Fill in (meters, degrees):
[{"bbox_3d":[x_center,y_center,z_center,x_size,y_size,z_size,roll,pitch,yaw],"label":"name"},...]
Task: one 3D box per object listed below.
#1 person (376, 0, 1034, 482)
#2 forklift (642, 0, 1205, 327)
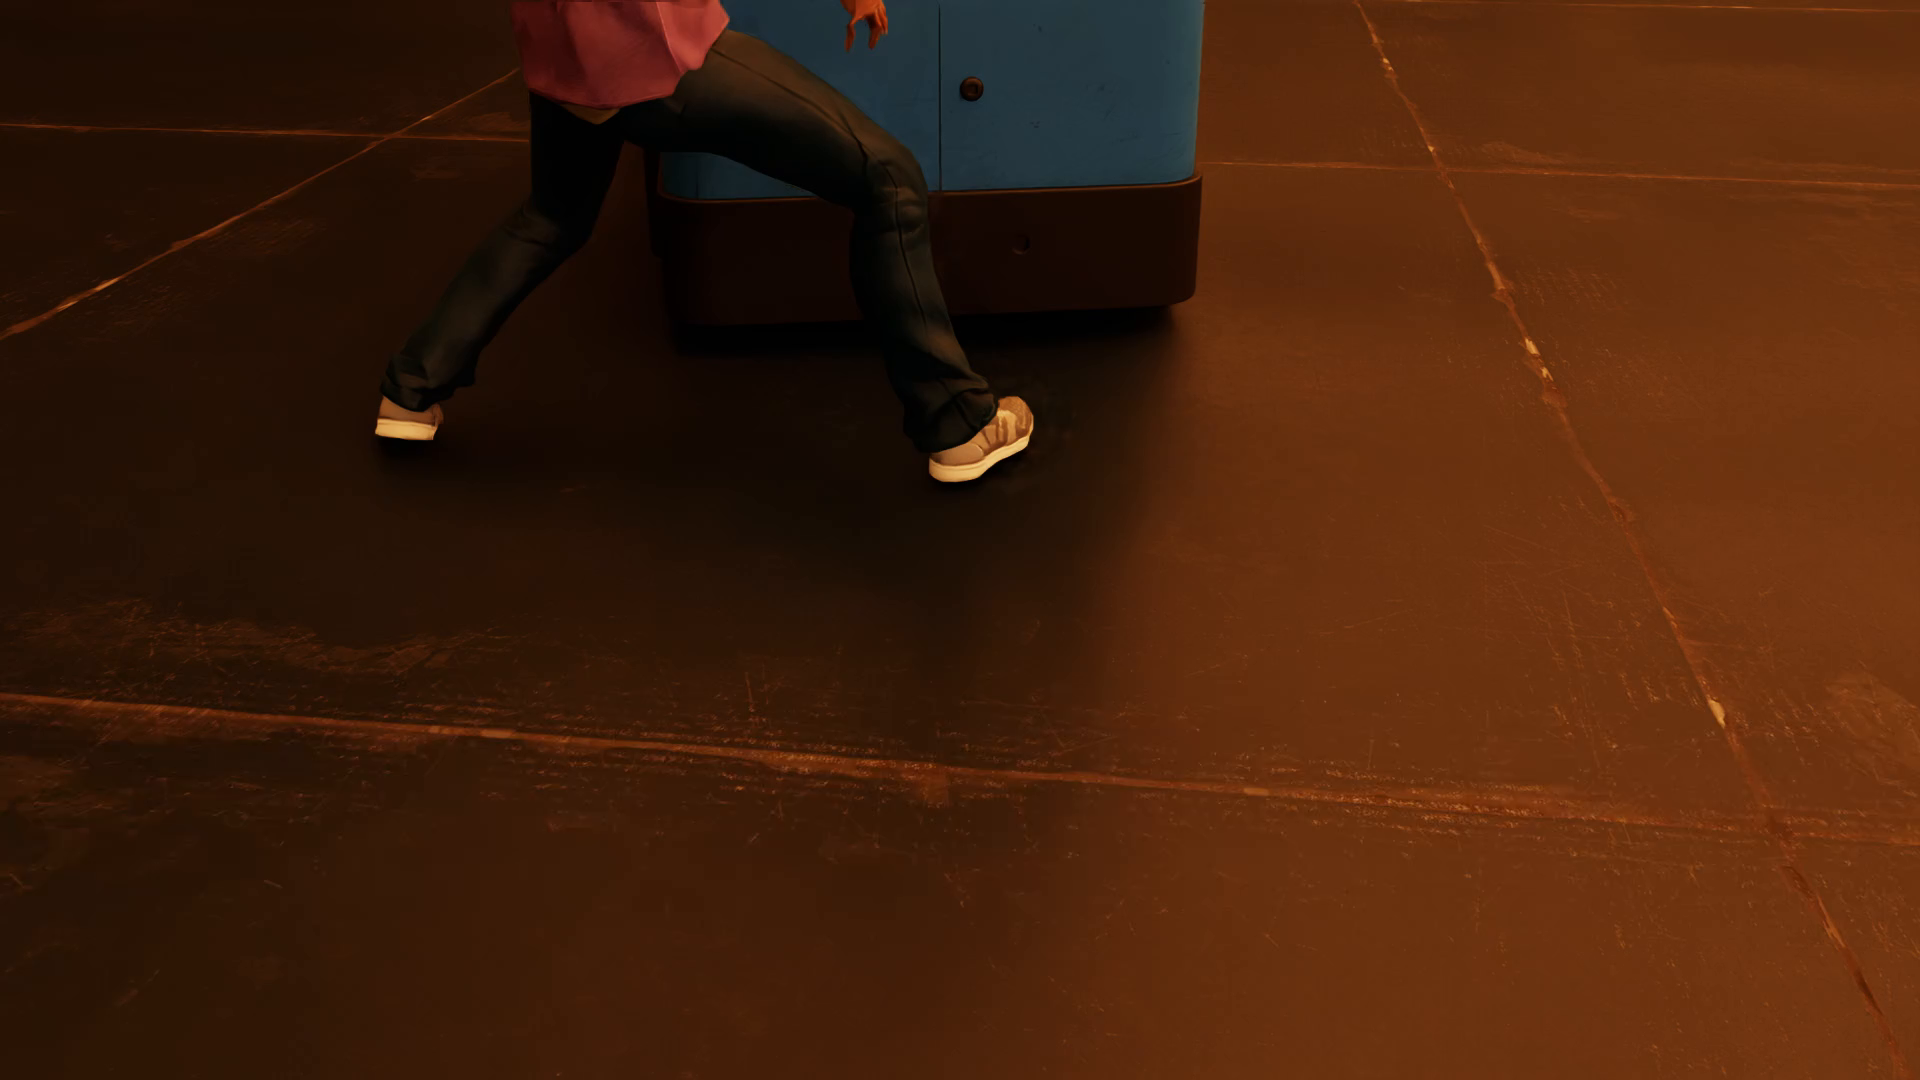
[{"bbox_3d":[-0.446,-0.782,2.523,0.874,1.436,0.925,-21,33,-36],"label":"person"},{"bbox_3d":[-0.243,-2.346,3.920,1.130,2.935,3.031,-4,27,-7],"label":"forklift"}]
